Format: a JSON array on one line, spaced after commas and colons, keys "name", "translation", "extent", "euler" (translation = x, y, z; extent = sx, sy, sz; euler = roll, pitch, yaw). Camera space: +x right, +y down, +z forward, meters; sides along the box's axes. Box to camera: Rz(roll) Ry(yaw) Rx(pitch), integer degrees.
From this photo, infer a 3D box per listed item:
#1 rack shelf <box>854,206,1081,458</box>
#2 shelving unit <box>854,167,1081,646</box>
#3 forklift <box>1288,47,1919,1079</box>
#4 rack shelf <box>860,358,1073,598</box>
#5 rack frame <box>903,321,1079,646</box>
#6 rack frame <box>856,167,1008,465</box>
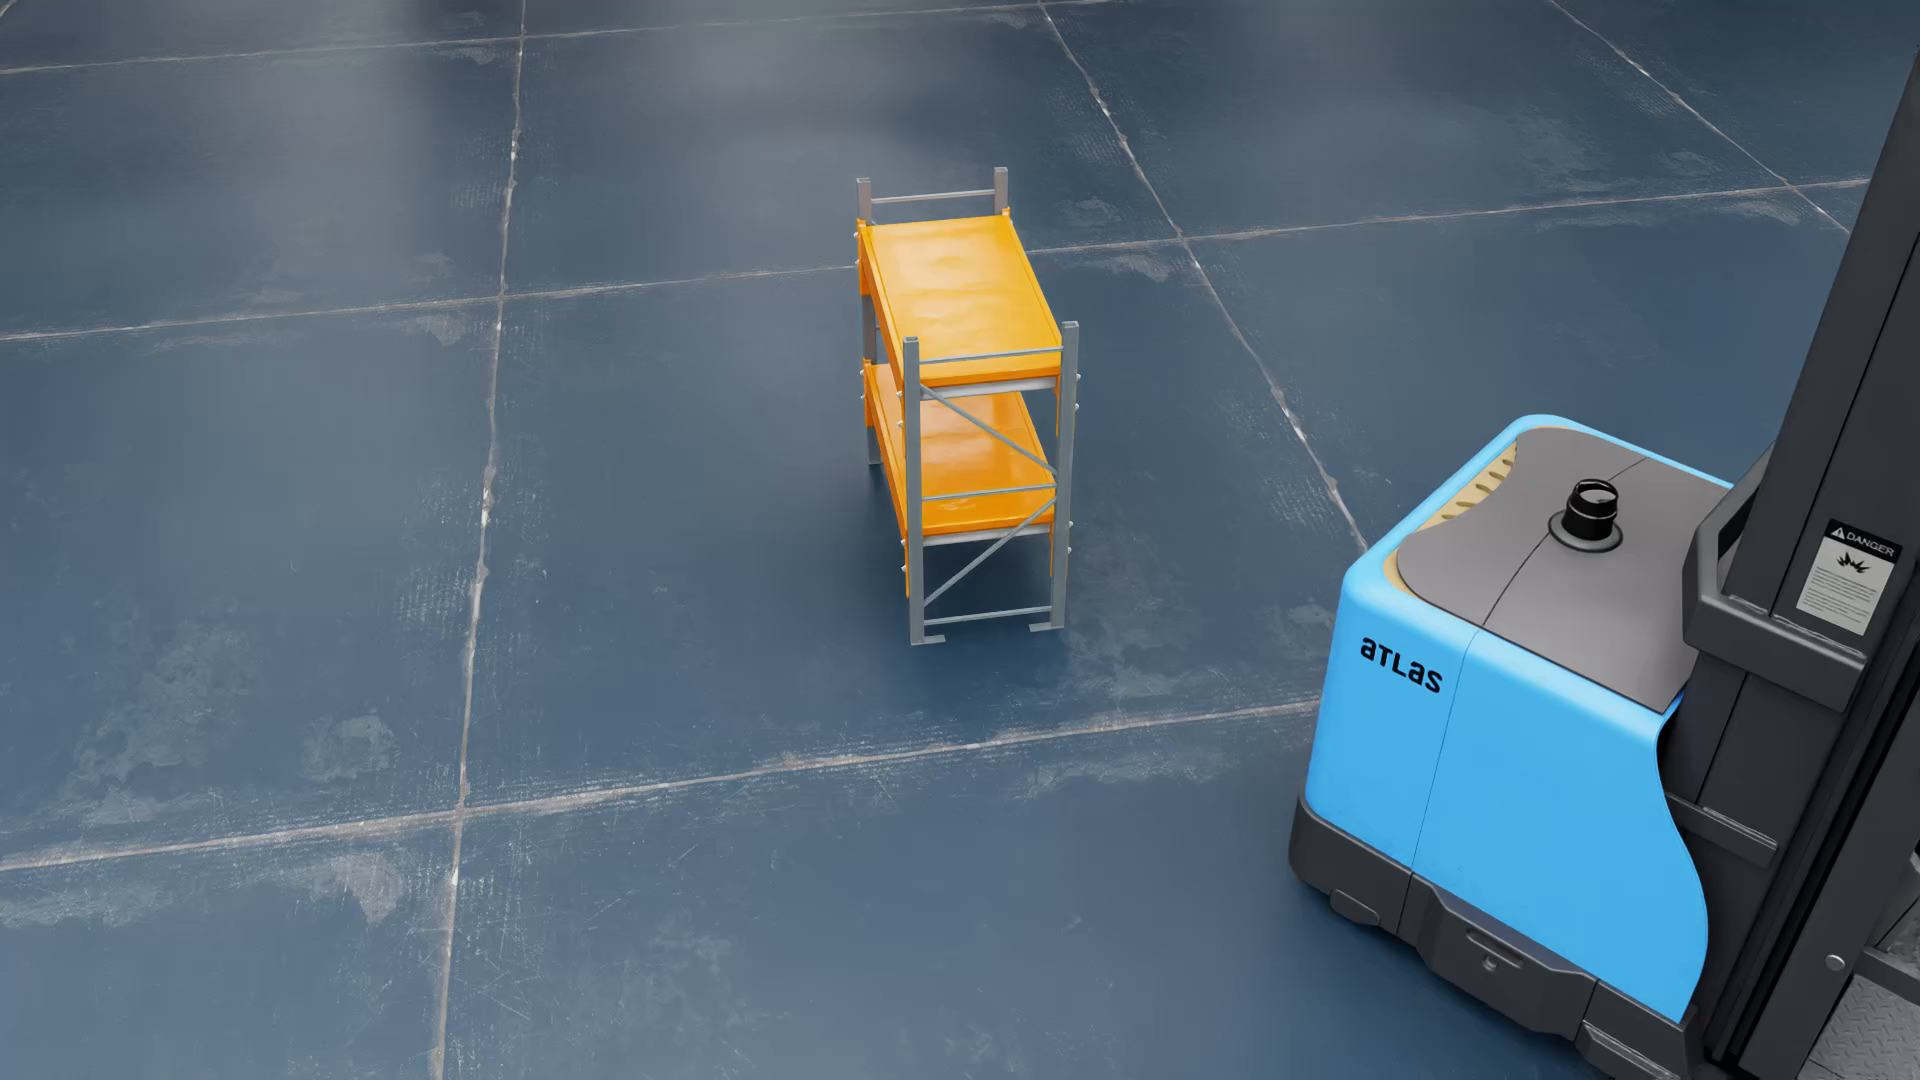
[{"name": "rack shelf", "translation": [-0.001, -0.679, 5.231], "extent": [0.538, 0.278, 1.000], "euler": [-6, 38, -8]}, {"name": "shelving unit", "translation": [-0.001, -0.448, 5.410], "extent": [0.538, 1.125, 1.048], "euler": [-6, 38, -8]}, {"name": "forklift", "translation": [2.327, 0.150, 3.168], "extent": [3.031, 2.935, 1.130], "euler": [29, 46, 32]}, {"name": "rack shelf", "translation": [-0.001, -0.255, 5.560], "extent": [0.538, 0.278, 1.000], "euler": [-6, 38, -8]}, {"name": "rack frame", "translation": [0.088, -0.141, 5.015], "extent": [0.500, 1.125, 0.032], "euler": [-6, 38, -8]}, {"name": "rack frame", "translation": [-0.090, -0.755, 5.805], "extent": [0.500, 1.125, 0.032], "euler": [-6, 38, -8]}]
